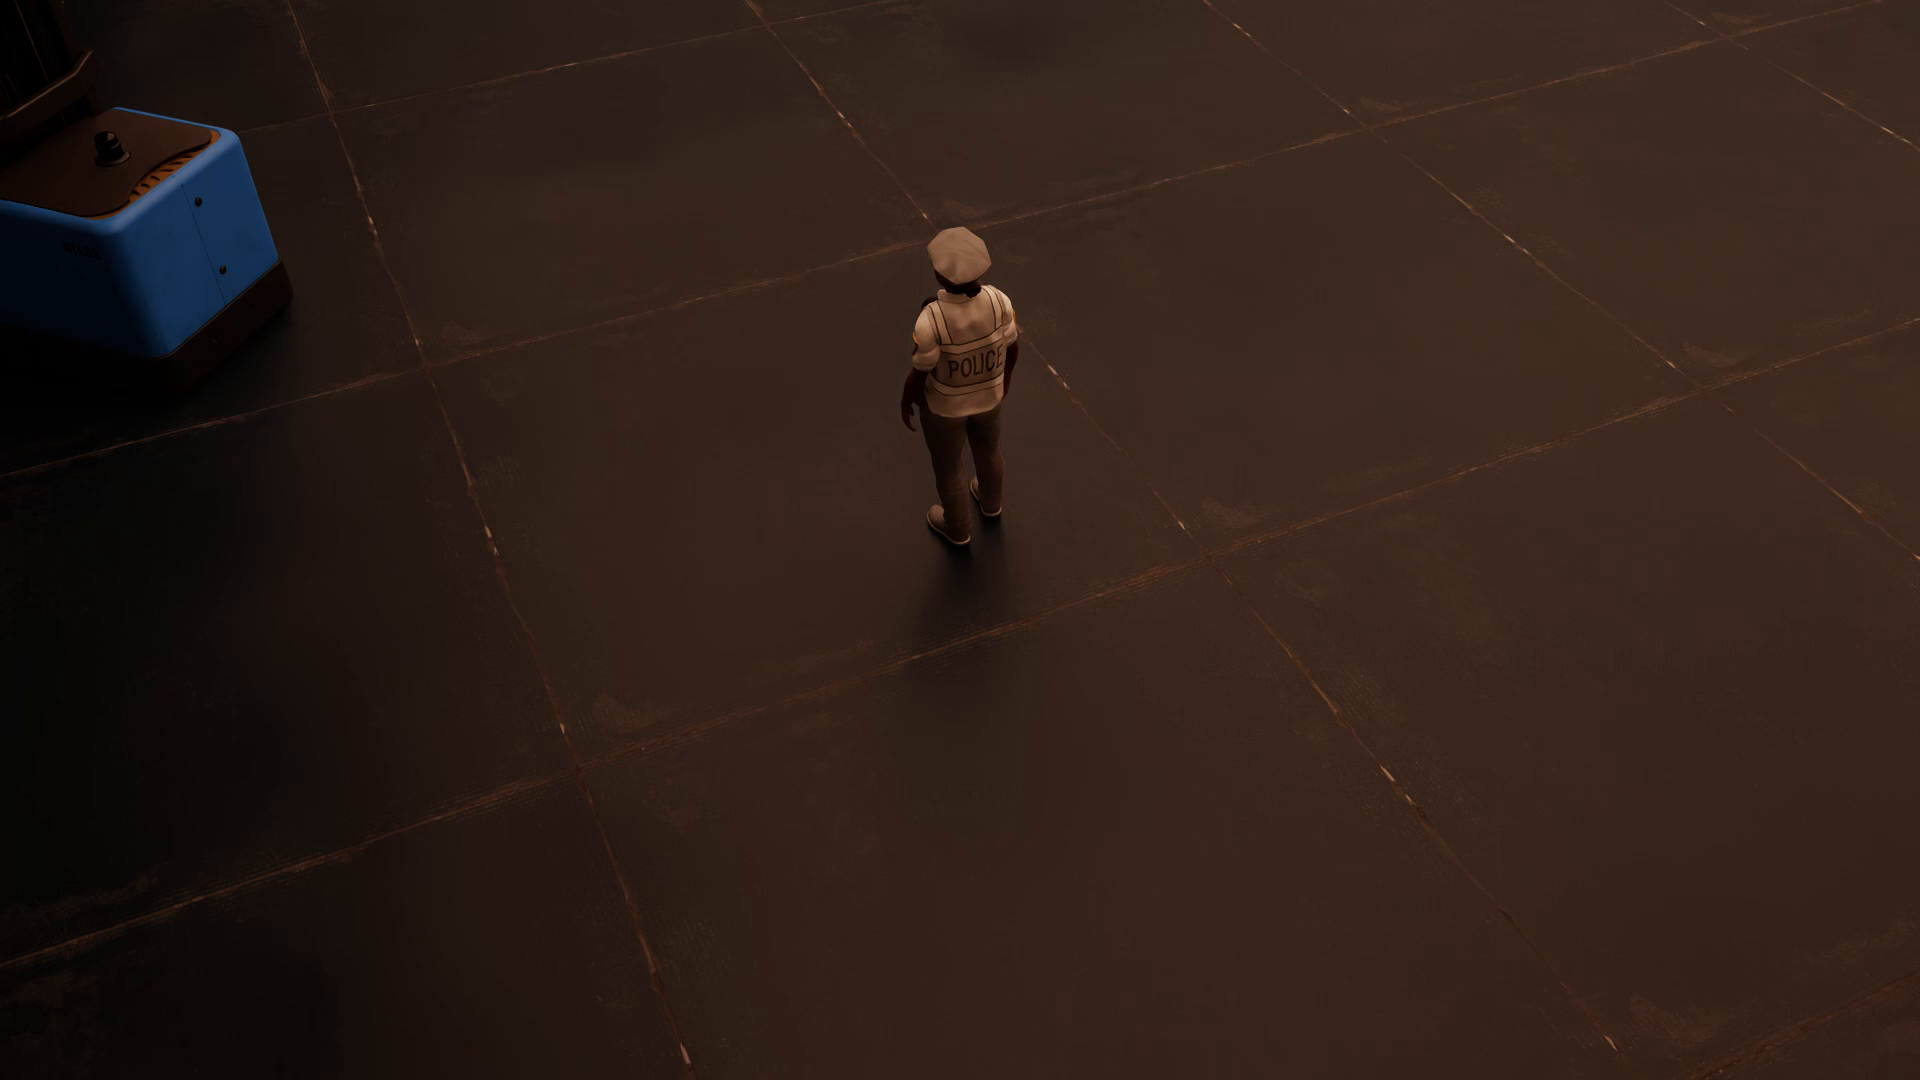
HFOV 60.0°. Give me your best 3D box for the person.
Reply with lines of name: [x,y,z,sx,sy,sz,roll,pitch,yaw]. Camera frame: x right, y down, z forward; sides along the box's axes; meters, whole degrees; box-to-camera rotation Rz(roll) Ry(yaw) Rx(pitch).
person: [-0.013,-0.677,7.301,0.569,1.695,0.528,-18,46,-18]

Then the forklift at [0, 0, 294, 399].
forklift: [-5.245,-2.412,8.265,3.031,2.935,1.130,14,45,14]
